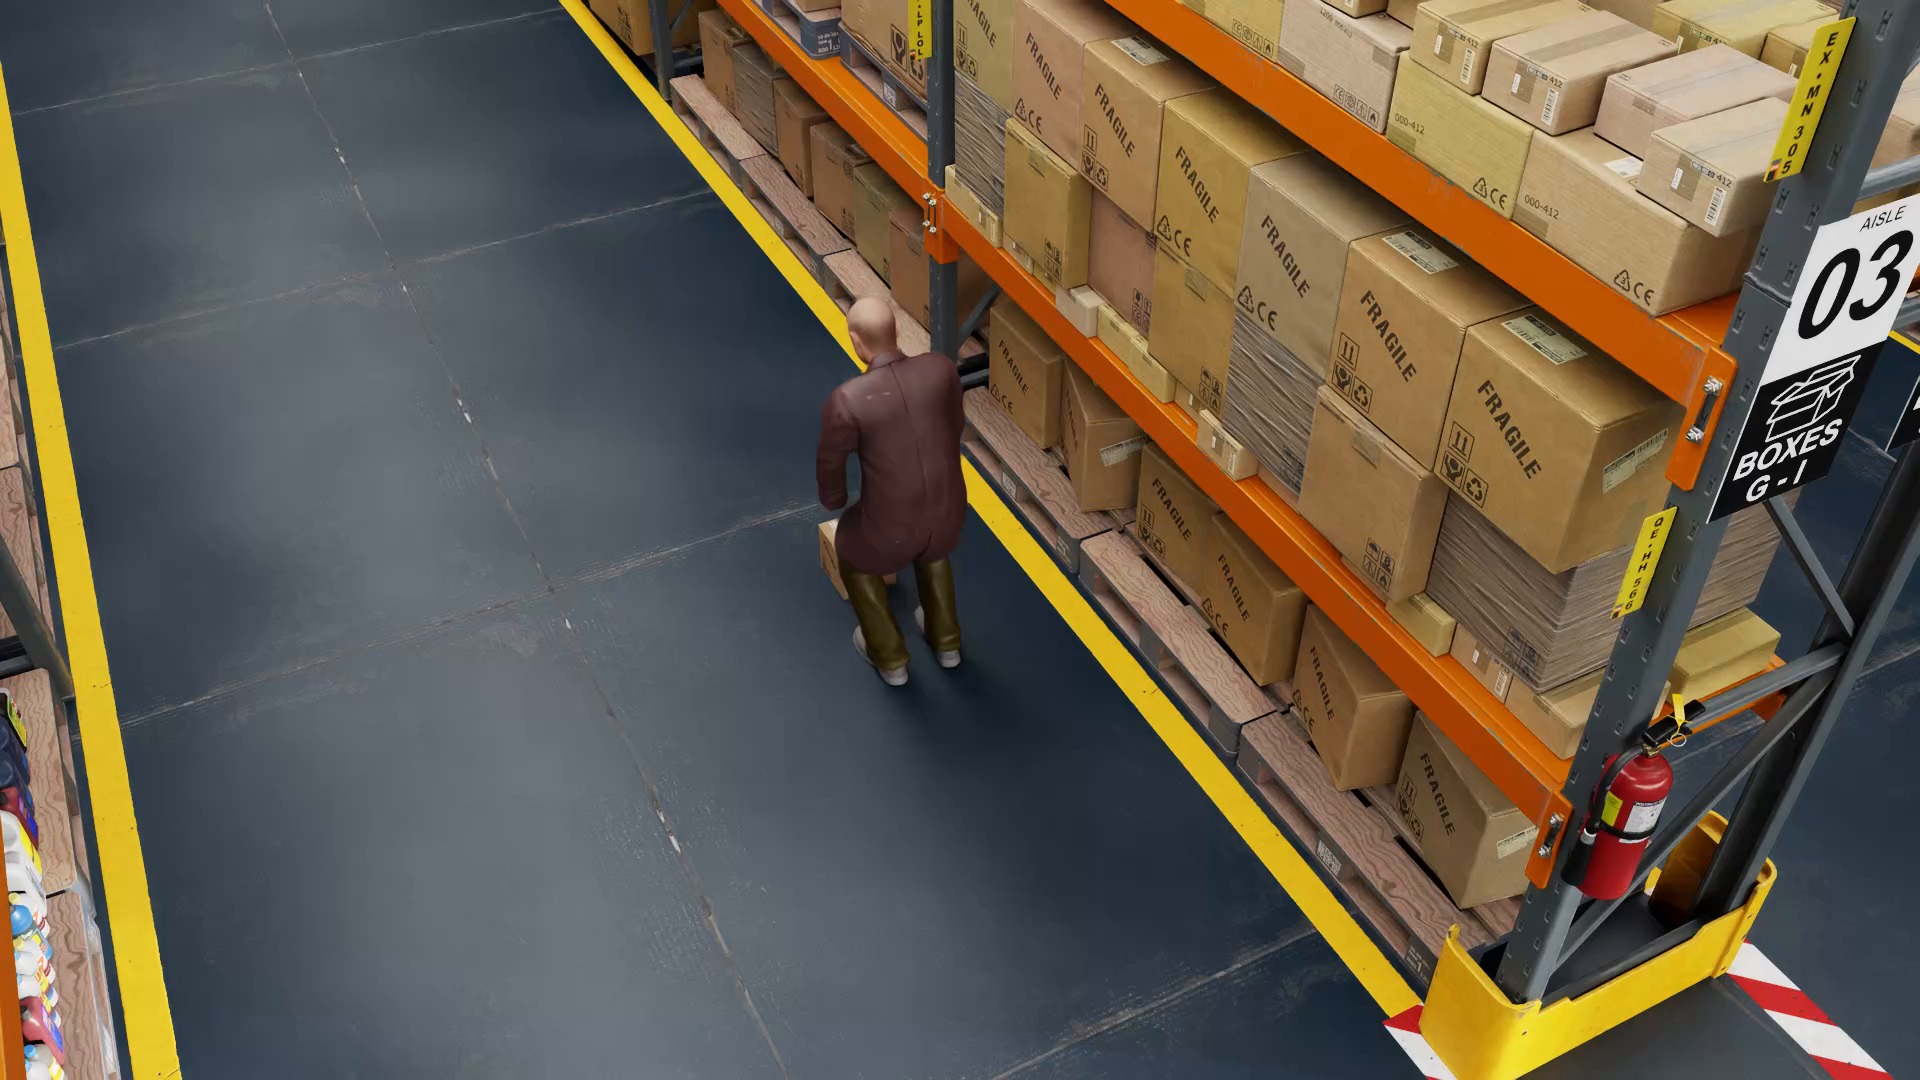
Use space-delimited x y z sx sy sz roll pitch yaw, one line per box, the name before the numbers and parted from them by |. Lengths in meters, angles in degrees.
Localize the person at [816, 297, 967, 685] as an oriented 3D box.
person | -0.251 -0.152 6.457 0.611 1.643 0.523 -17 44 -19
